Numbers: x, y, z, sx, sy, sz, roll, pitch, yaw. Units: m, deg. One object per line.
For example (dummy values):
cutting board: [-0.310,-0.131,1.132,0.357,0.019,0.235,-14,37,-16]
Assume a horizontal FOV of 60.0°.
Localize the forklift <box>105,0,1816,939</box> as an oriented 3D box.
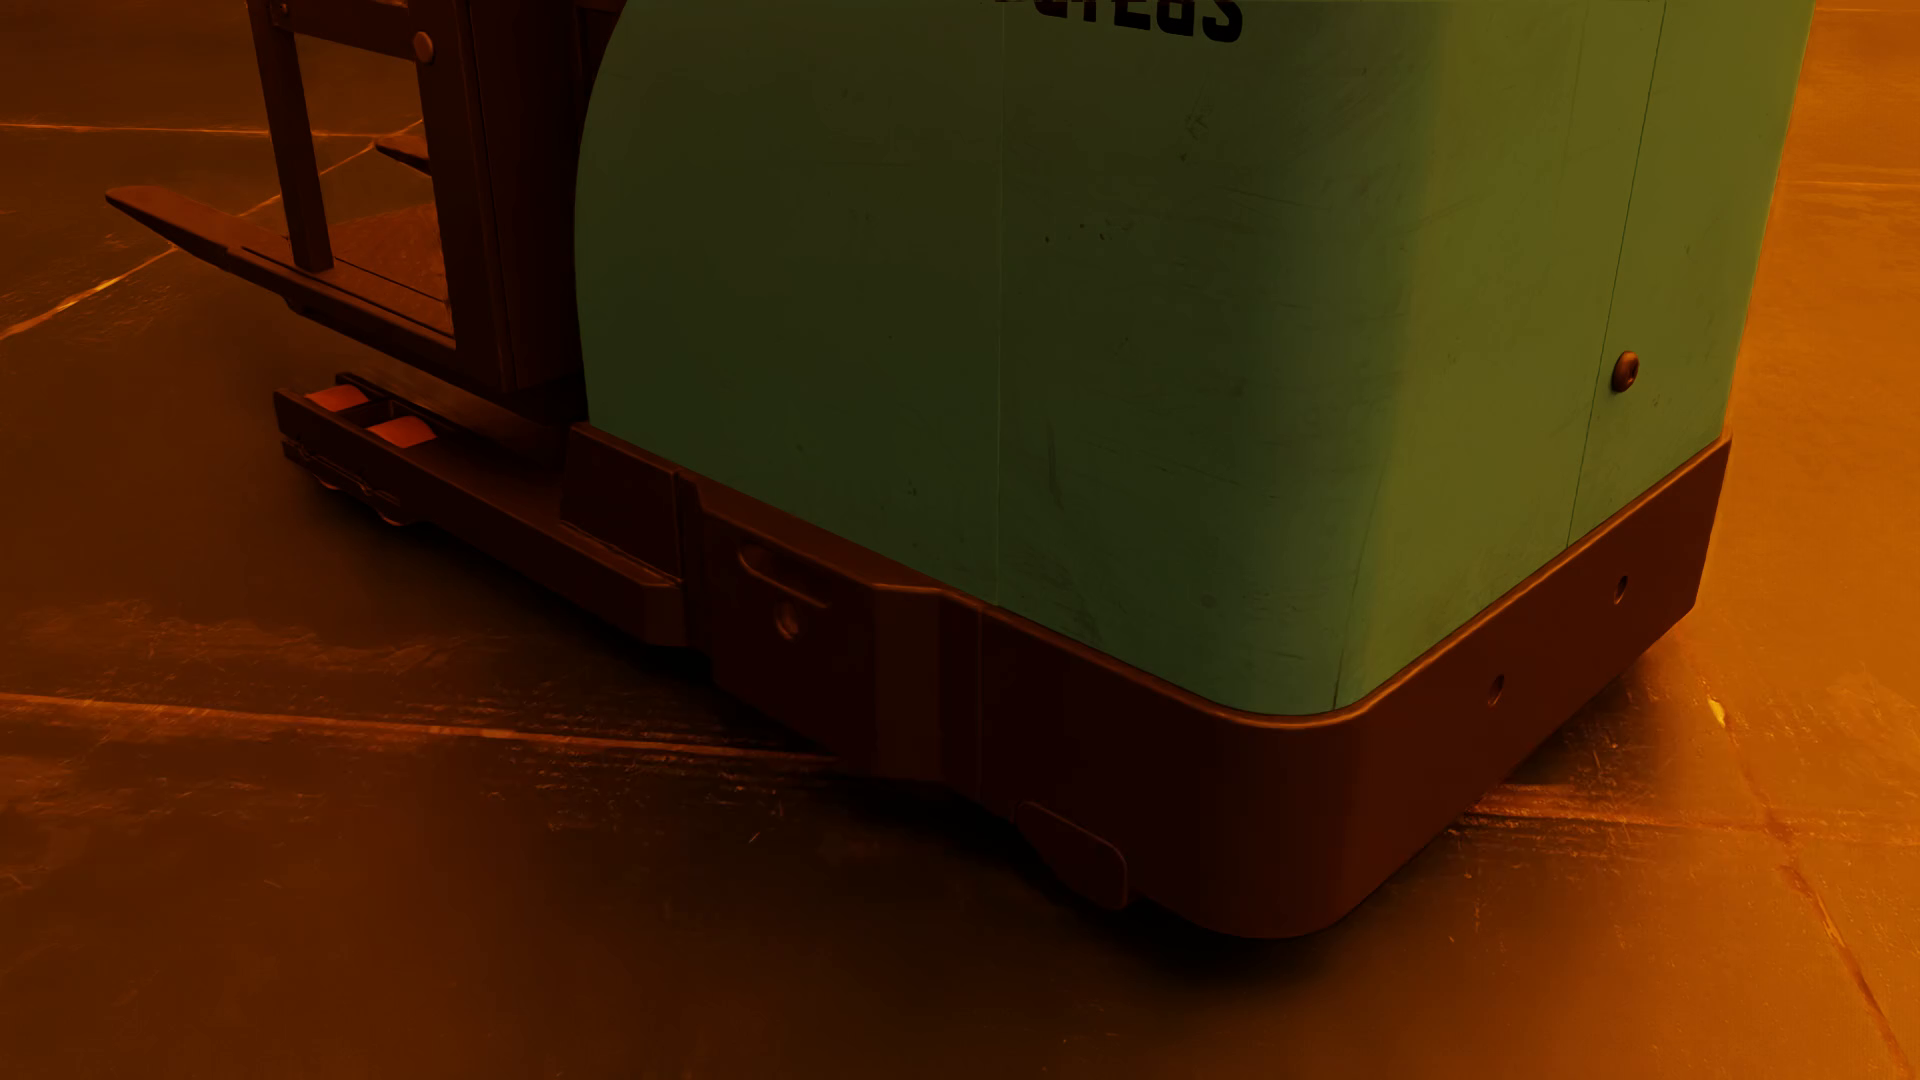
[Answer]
forklift: [-0.446,-1.482,2.187,3.031,2.935,1.130,23,34,38]
